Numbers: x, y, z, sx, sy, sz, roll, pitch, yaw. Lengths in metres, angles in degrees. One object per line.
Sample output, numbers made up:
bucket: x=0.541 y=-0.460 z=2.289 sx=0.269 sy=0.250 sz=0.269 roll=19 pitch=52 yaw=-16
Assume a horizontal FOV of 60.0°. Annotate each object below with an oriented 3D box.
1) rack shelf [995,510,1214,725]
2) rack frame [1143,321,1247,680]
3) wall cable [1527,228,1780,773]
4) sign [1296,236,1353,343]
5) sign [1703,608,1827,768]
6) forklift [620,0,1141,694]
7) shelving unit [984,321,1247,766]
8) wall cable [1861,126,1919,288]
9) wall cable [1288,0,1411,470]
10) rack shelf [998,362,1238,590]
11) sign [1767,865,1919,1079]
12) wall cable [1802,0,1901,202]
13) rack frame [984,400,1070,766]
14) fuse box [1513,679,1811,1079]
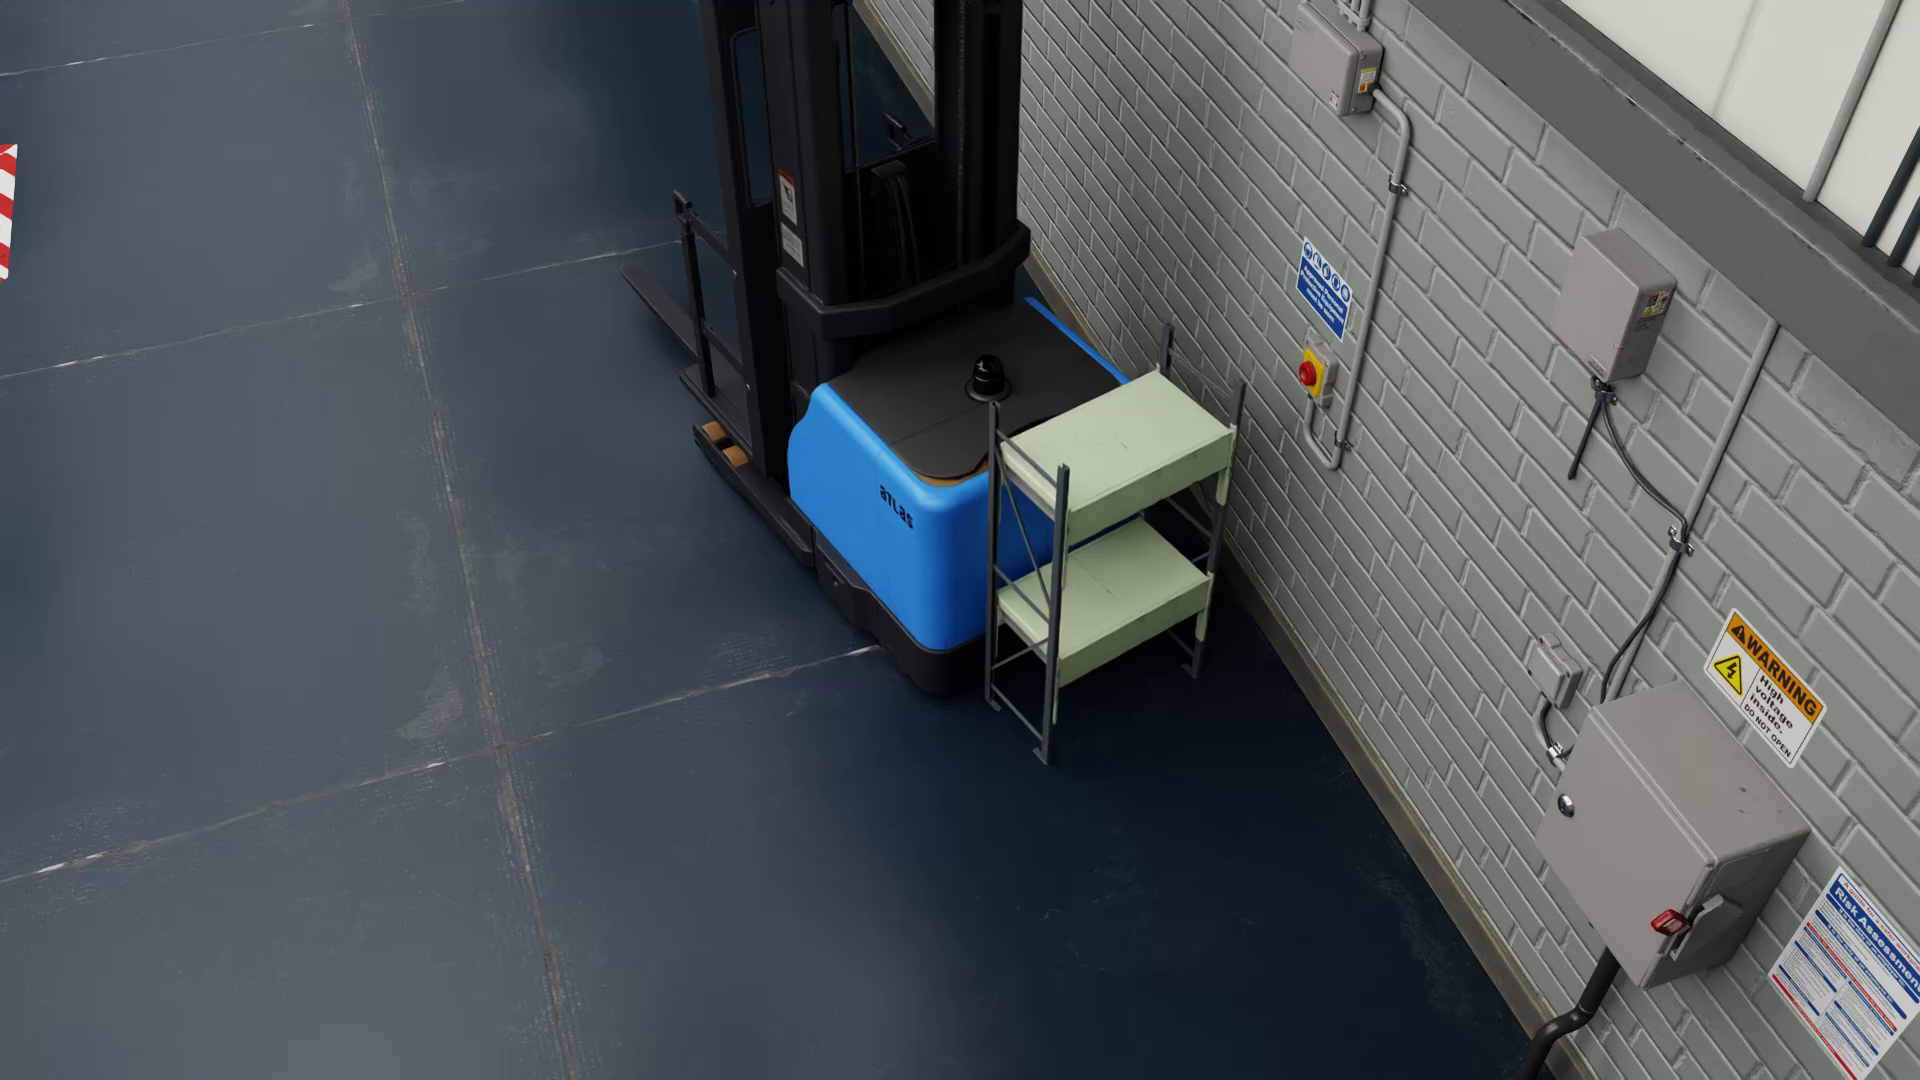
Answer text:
rack shelf: x=0.519 y=0.278 z=6.184 sx=0.720 sy=0.370 sz=0.431 roll=-26 pitch=51 yaw=-24
rack frame: x=0.819 y=-0.100 z=6.100 sx=0.023 sy=1.500 sz=0.400 roll=-26 pitch=51 yaw=-24
wall cable: x=1.673 y=-0.118 z=4.342 sx=0.122 sy=1.984 sz=0.588 roll=-14 pitch=47 yaw=-14
sign: x=1.221 y=-0.844 z=5.592 sx=0.001 sy=0.218 sz=0.327 roll=-14 pitch=47 yaw=-14
sign: x=1.932 y=0.355 z=4.005 sx=0.001 sy=0.242 sz=0.339 roll=-14 pitch=47 yaw=-14
forklift: x=-0.525 y=-1.458 z=6.443 sx=1.130 sy=2.935 sz=3.031 roll=-26 pitch=51 yaw=-23
shelving unit: x=0.519 y=0.048 z=5.953 sx=0.755 sy=1.500 sz=0.431 roll=-26 pitch=51 yaw=-24
wall cable: x=2.302 y=-0.650 z=1.327 sx=0.133 sy=3.039 sz=2.988 roll=-14 pitch=47 yaw=-14
wall cable: x=1.180 y=-1.071 z=5.270 sx=0.123 sy=1.953 sz=0.585 roll=-14 pitch=47 yaw=-14
rack shelf: x=0.519 y=-0.228 z=5.676 sx=0.720 sy=0.370 sz=0.431 roll=-26 pitch=51 yaw=-24
sign: x=2.119 y=1.046 z=3.966 sx=0.001 sy=0.494 sz=0.329 roll=-14 pitch=47 yaw=-14
wall cable: x=1.392 y=-2.502 z=3.199 sx=0.029 sy=3.000 sz=2.355 roll=-14 pitch=47 yaw=-14
rack frame: x=0.218 y=0.196 z=5.805 sx=0.023 sy=1.500 sz=0.400 roll=-26 pitch=51 yaw=-24
fuse box: x=1.756 y=1.188 z=4.667 sx=0.414 sy=1.711 sz=0.539 roll=-14 pitch=47 yaw=-14
